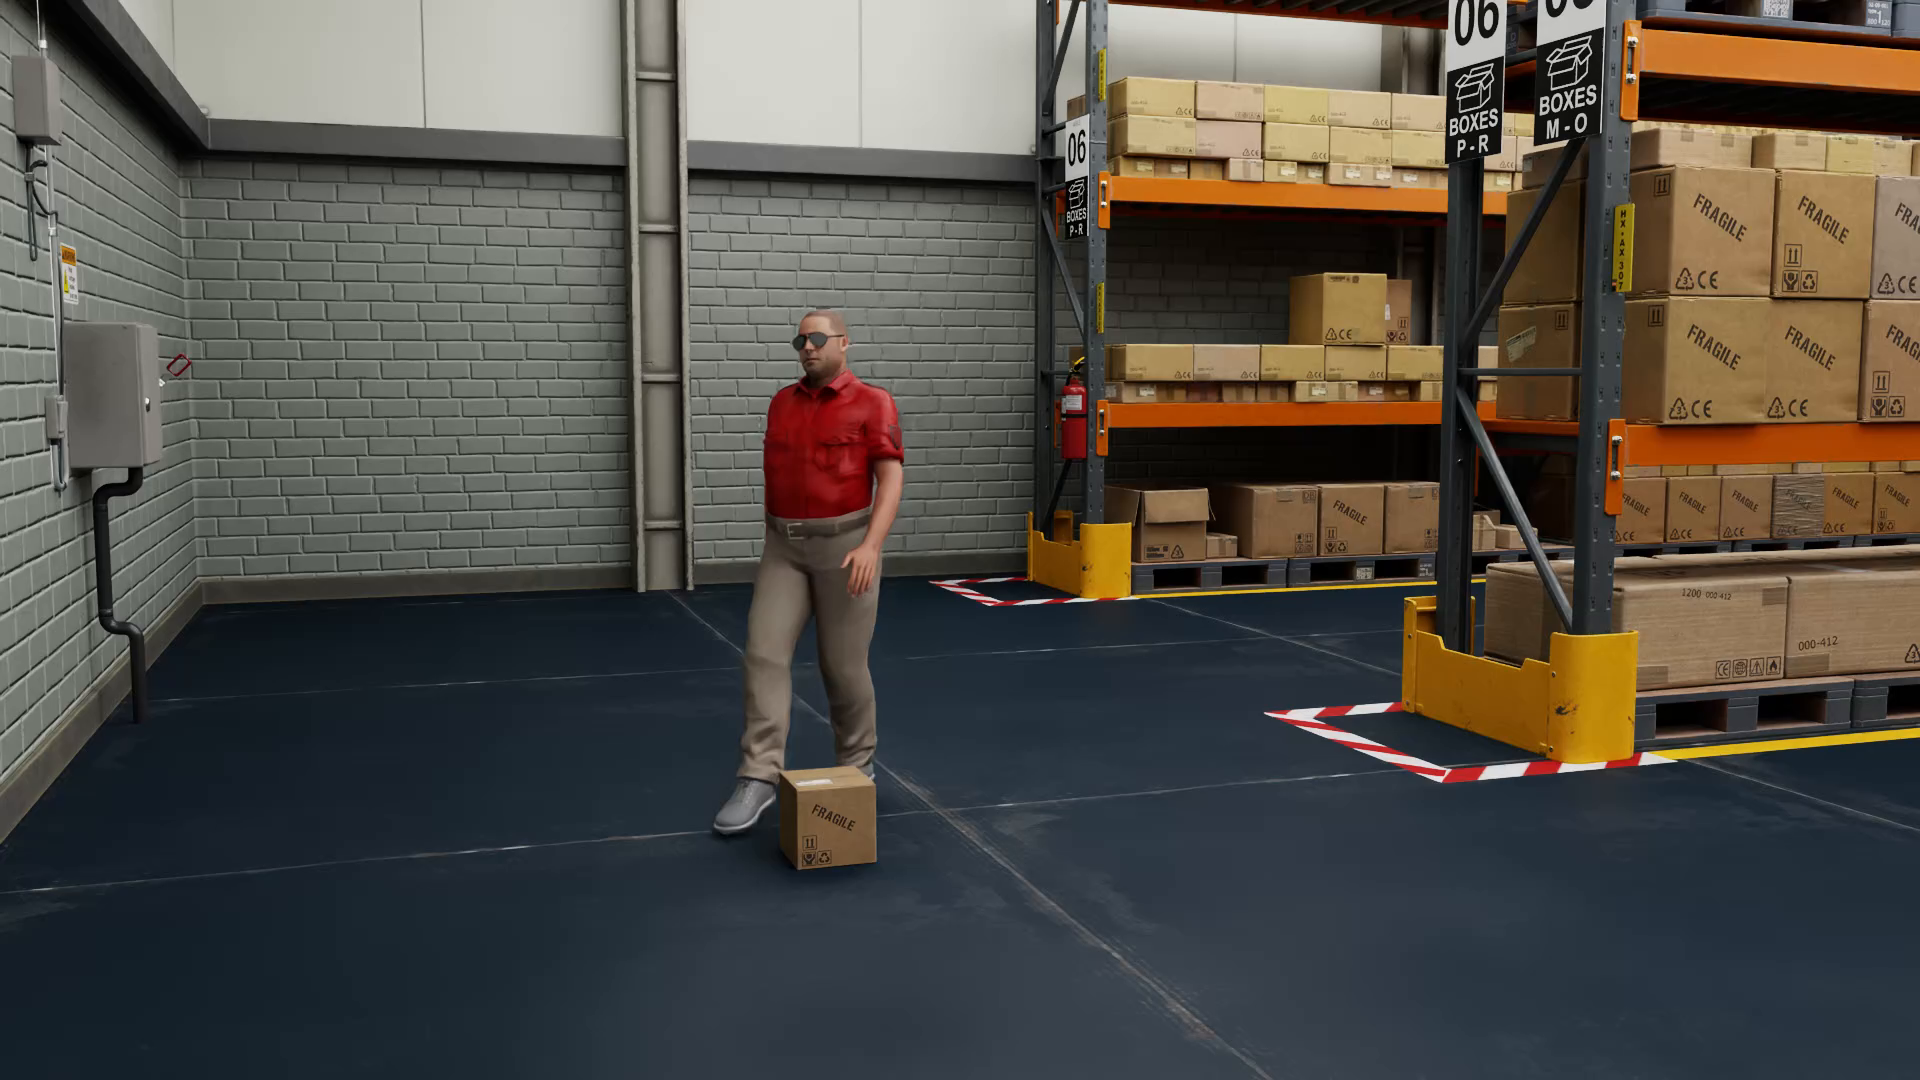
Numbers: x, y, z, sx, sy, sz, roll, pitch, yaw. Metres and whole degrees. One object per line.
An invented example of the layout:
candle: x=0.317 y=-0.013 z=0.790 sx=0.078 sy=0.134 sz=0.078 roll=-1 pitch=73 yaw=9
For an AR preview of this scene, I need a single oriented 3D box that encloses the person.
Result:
person: x=-0.516 y=0.073 z=5.611 sx=0.594 sy=1.702 sz=0.779 roll=2 pitch=6 yaw=19
